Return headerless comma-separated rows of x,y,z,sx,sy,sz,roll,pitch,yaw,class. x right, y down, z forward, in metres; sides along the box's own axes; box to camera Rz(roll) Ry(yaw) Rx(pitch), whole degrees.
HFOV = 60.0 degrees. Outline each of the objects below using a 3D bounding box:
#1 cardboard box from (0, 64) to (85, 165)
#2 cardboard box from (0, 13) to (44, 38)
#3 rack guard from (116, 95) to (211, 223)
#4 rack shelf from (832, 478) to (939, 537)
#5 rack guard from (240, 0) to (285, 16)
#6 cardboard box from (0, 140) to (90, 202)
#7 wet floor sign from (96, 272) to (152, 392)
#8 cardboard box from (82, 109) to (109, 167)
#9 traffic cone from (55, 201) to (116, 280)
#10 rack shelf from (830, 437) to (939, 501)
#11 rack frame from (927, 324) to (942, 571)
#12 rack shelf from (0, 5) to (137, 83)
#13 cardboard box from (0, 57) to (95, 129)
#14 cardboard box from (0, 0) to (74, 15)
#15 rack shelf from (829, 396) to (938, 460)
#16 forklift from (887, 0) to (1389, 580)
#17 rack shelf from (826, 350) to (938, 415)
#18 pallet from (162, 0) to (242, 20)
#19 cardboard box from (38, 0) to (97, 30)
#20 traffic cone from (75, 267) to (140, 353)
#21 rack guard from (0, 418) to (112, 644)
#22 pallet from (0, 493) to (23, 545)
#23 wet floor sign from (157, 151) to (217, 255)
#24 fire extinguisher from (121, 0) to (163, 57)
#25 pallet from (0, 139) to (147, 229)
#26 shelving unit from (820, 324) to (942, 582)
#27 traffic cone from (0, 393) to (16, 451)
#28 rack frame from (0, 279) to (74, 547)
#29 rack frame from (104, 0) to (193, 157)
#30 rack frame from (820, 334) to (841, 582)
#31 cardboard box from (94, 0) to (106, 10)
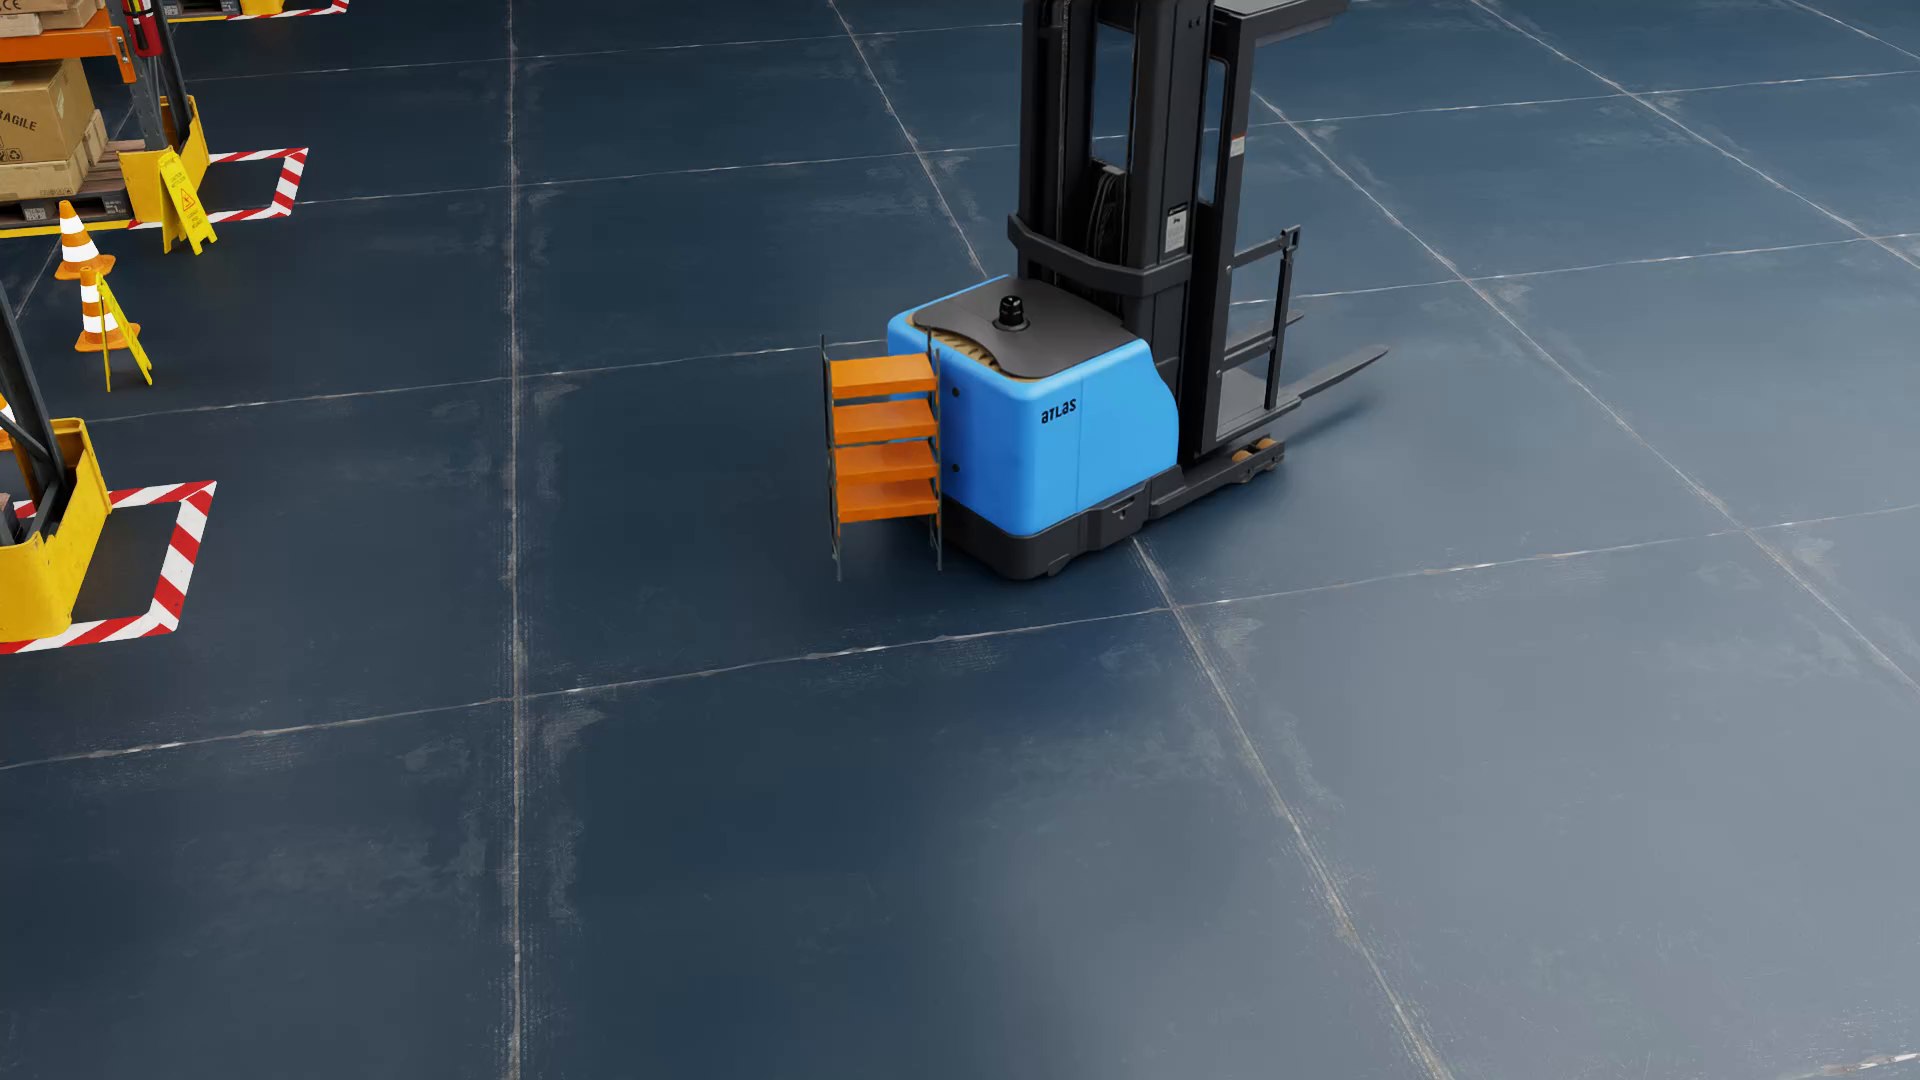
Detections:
-6.322,-2.884,11.274,0.500,0.500,0.500,-7,34,-10,cardboard box
-6.138,-3.423,10.884,0.250,0.149,0.380,-8,35,-11,cardboard box
-5.672,-2.733,11.874,0.348,0.500,1.175,-7,35,-11,rack guard
-0.358,-0.168,7.901,0.480,0.148,0.258,-6,34,-9,rack shelf
-6.673,-5.443,15.912,0.348,0.500,1.175,-7,35,-11,rack guard
-6.350,-2.565,11.471,0.500,0.250,0.500,-7,35,-11,cardboard box
-4.816,-1.205,9.466,0.232,0.644,0.267,-13,36,-19,wet floor sign
-6.446,-2.864,11.917,0.500,0.250,0.500,-7,35,-11,cardboard box
-5.733,-1.973,10.775,0.334,0.463,0.336,-7,35,-11,traffic cone
-0.358,-0.333,7.790,0.480,0.148,0.258,-6,34,-9,rack shelf
-0.119,-0.415,7.792,0.015,1.200,0.240,-6,34,-9,rack frame
-7.548,-3.236,11.026,4.000,0.370,1.077,-7,35,-11,rack shelf
-6.469,-3.173,11.703,0.500,0.500,0.500,-8,35,-12,cardboard box
-6.066,-3.729,10.759,0.500,0.500,0.500,-8,35,-11,cardboard box
-0.358,-0.519,7.666,0.480,0.148,0.258,-6,34,-9,rack shelf
1.084,-1.716,8.176,3.031,2.935,1.130,-26,42,-33,forklift
-0.358,-0.715,7.534,0.480,0.148,0.258,-6,34,-9,rack shelf
-7.433,-5.203,15.814,1.213,0.211,1.003,-7,35,-11,pallet
-5.915,-3.514,11.020,0.250,0.149,0.380,-6,34,-9,cardboard box
-5.156,-1.412,9.938,0.334,0.463,0.336,-7,35,-11,traffic cone
-4.384,-0.068,7.902,0.348,0.500,1.175,-7,35,-11,rack guard
-5.170,0.196,7.769,1.213,0.211,1.003,-7,35,-11,pallet
-5.176,-2.245,11.016,0.232,0.644,0.267,4,34,6,wet floor sign
-5.384,-3.512,10.861,0.183,0.674,0.296,-7,35,-11,fire extinguisher
-6.472,-2.533,11.835,1.213,0.211,1.003,-7,35,-11,pallet
-0.358,-0.389,7.753,0.503,1.200,0.258,-6,34,-9,shelving unit
-5.238,-0.756,8.961,0.334,0.463,0.336,-7,35,-11,traffic cone
-4.407,-1.103,7.201,0.127,3.000,1.000,-7,35,-11,rack frame
-5.598,-3.781,11.192,0.127,3.000,1.000,-7,35,-11,rack frame
-0.598,-0.363,7.714,0.015,1.200,0.240,-6,34,-9,rack frame
-5.975,-3.747,11.367,0.250,0.149,0.380,-7,35,-10,cardboard box
